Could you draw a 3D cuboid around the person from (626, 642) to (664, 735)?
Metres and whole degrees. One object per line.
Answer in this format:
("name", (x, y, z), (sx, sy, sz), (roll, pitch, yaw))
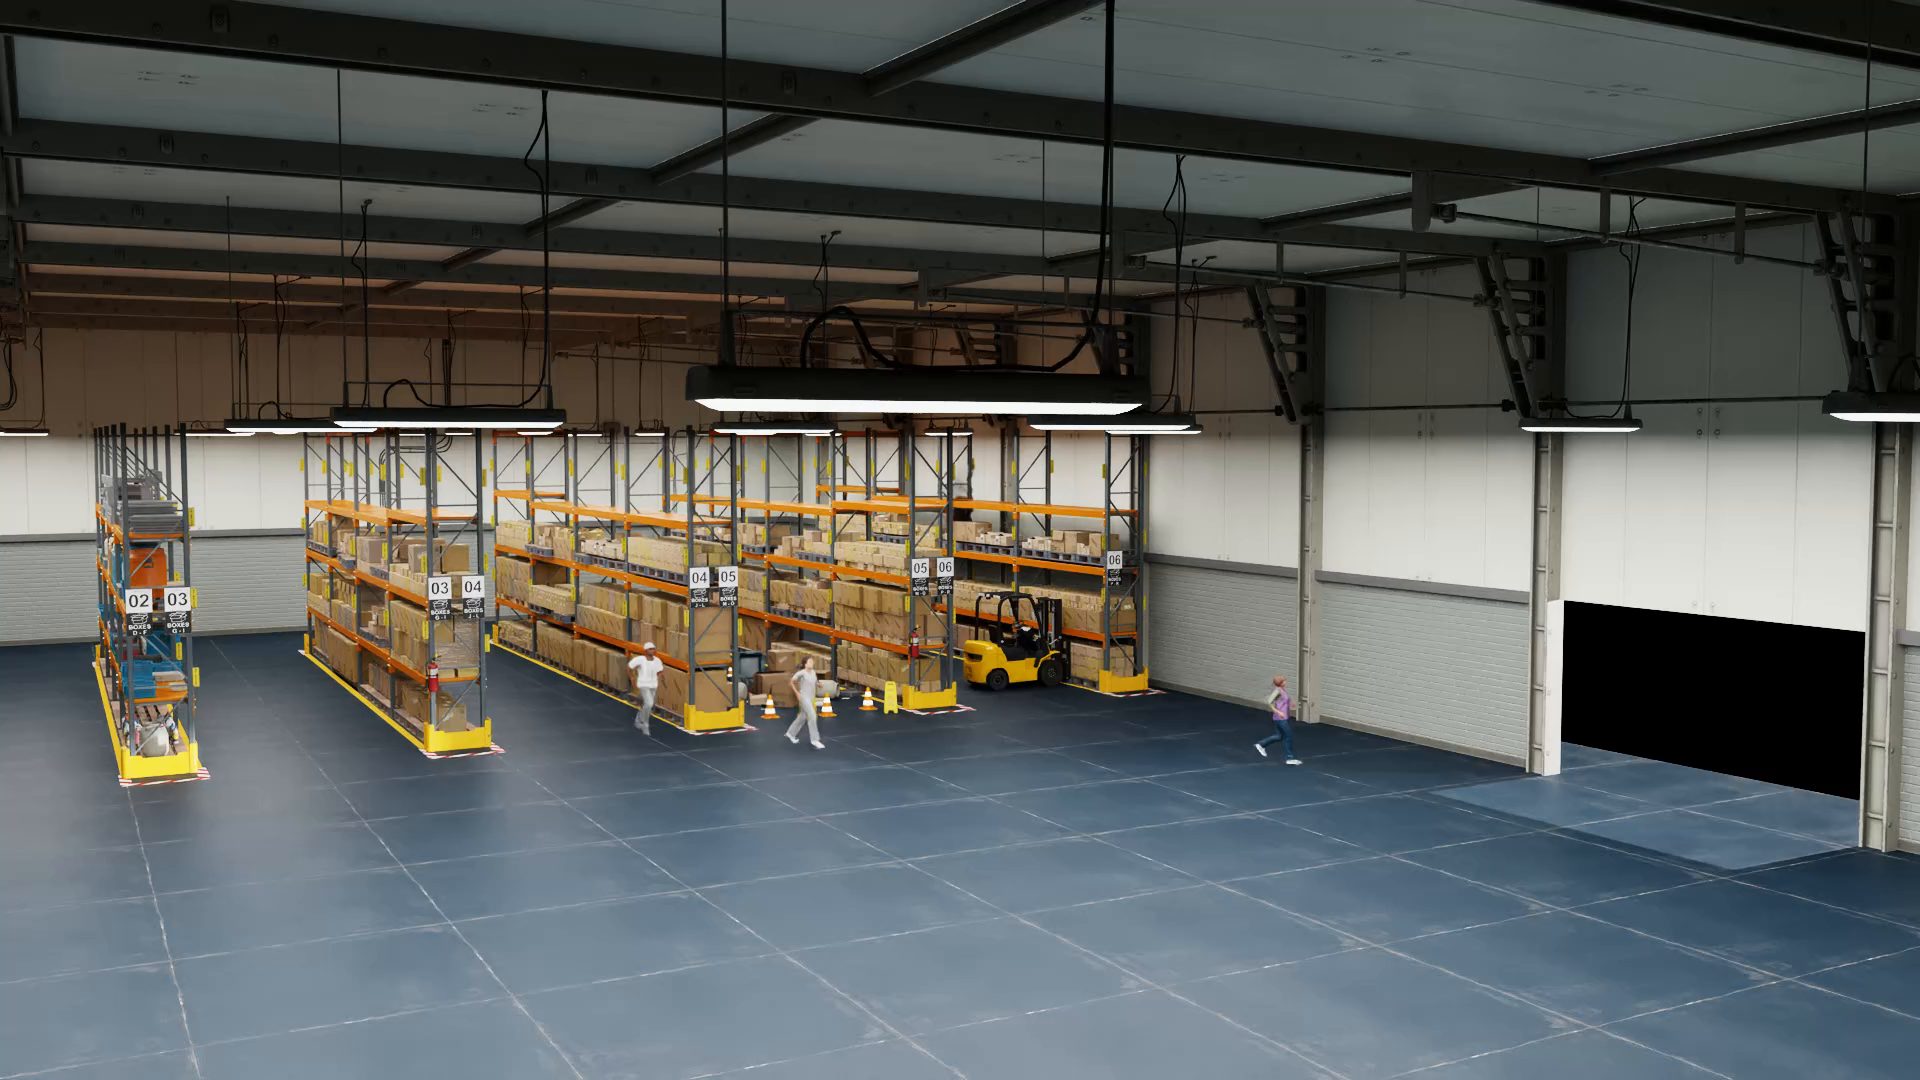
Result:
("person", (-6.112, 2.899, 32.487), (0.726, 1.819, 0.680), (3, 5, 44))

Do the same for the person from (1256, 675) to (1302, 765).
("person", (5.618, 3.151, 29.281), (0.841, 1.572, 0.546), (1, 4, 21))

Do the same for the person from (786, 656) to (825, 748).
("person", (-2.860, 2.986, 30.923), (0.895, 1.684, 0.558), (2, 4, 25))
